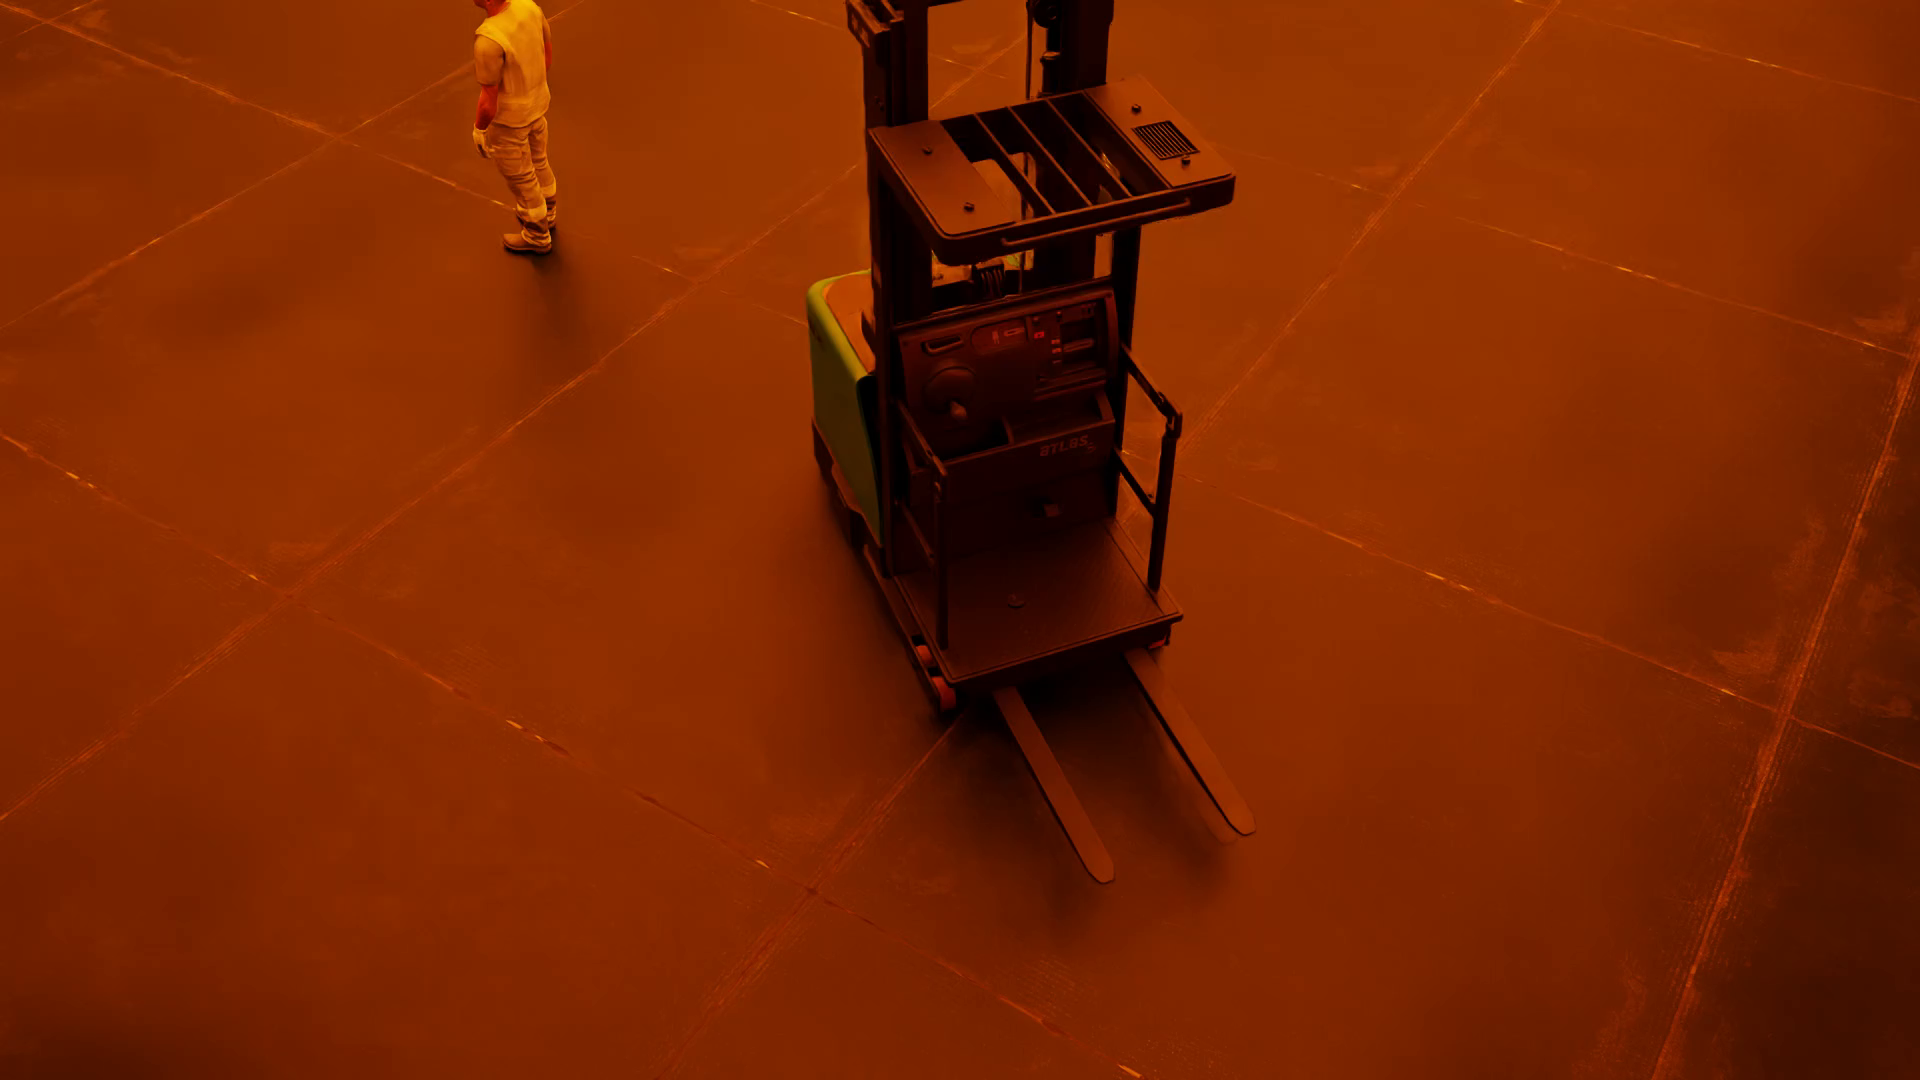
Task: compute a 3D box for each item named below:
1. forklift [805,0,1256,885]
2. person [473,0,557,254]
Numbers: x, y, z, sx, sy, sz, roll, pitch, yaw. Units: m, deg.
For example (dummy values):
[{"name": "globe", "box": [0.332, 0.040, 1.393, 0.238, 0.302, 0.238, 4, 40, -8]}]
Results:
[{"name": "forklift", "box": [0.285, -0.654, 6.538, 1.130, 2.935, 3.031, -15, 46, -16]}, {"name": "person", "box": [-2.517, -2.386, 9.185, 0.563, 1.789, 0.637, 17, 46, 17]}]
